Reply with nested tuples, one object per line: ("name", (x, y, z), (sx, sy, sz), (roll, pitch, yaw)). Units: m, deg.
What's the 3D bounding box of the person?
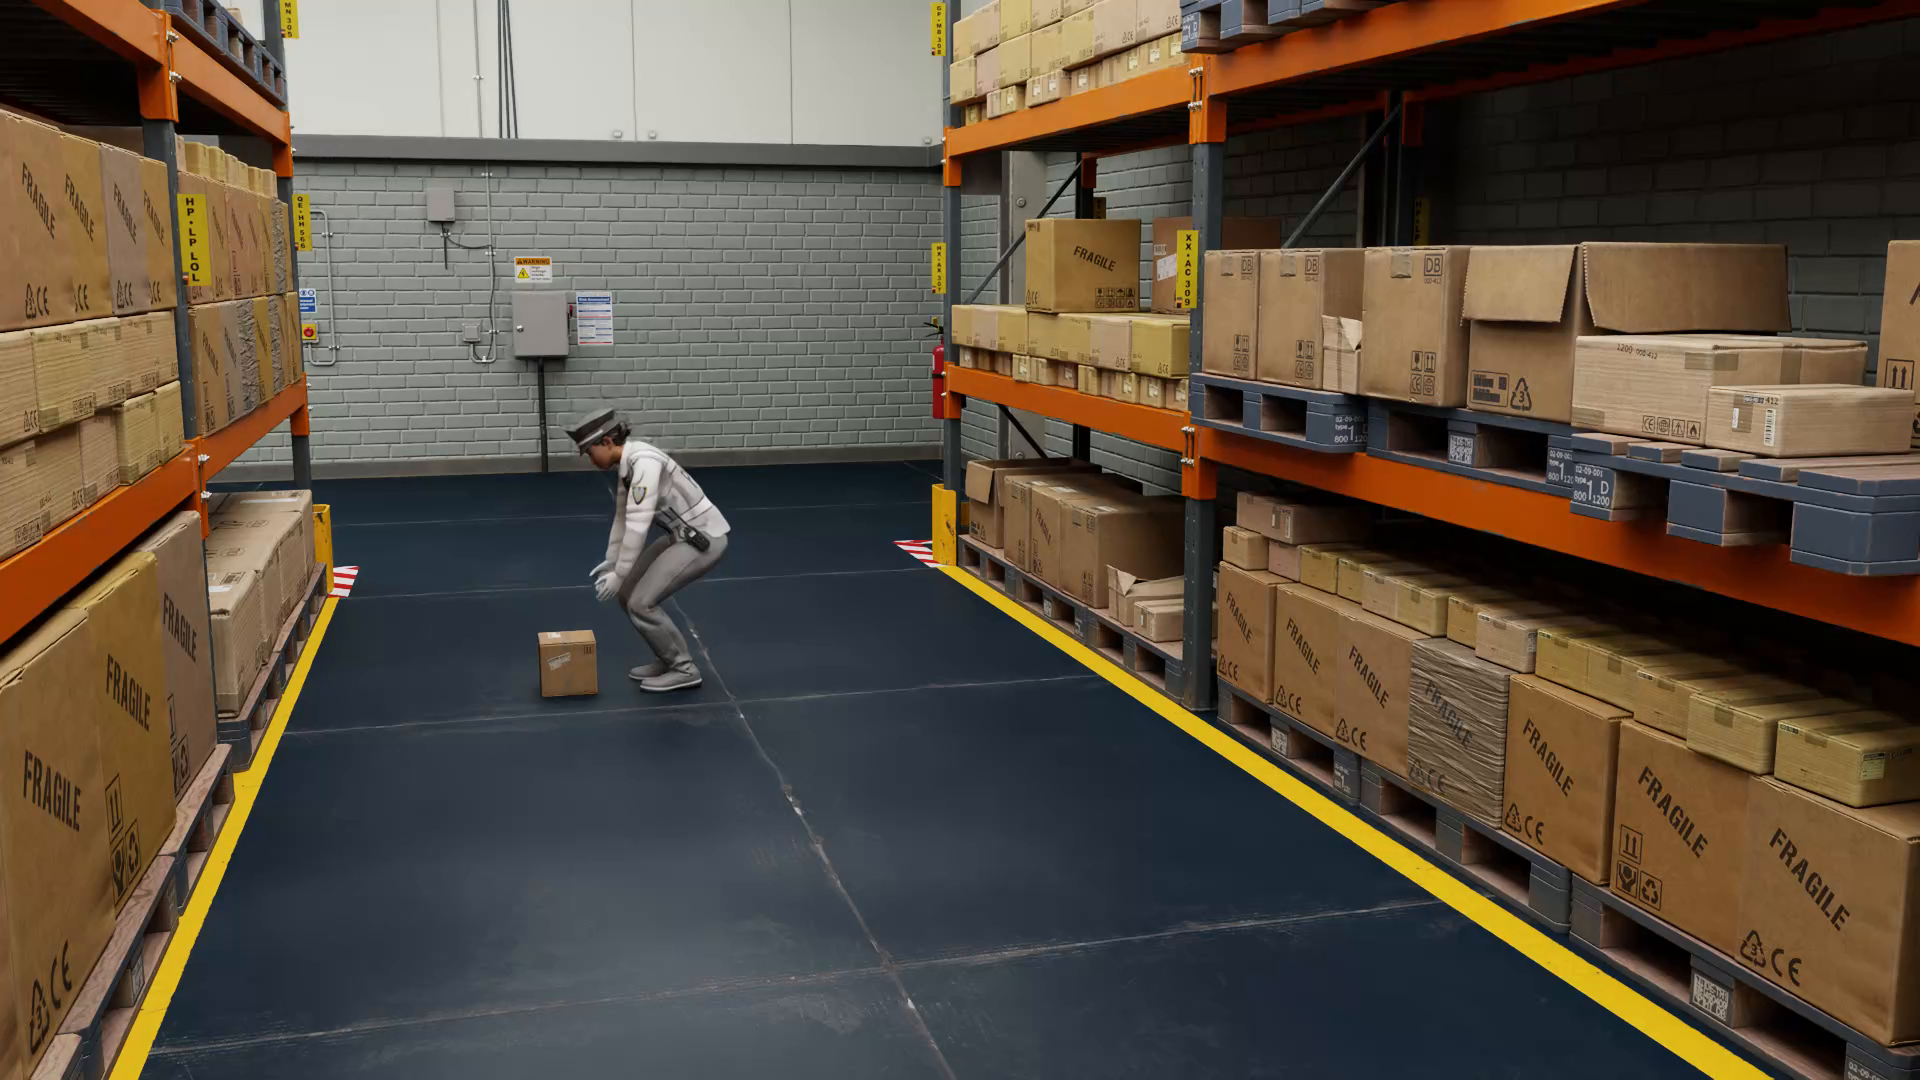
("person", (-1.481, 0.038, 7.731), (0.656, 1.320, 0.391), (-3, 10, -16))
